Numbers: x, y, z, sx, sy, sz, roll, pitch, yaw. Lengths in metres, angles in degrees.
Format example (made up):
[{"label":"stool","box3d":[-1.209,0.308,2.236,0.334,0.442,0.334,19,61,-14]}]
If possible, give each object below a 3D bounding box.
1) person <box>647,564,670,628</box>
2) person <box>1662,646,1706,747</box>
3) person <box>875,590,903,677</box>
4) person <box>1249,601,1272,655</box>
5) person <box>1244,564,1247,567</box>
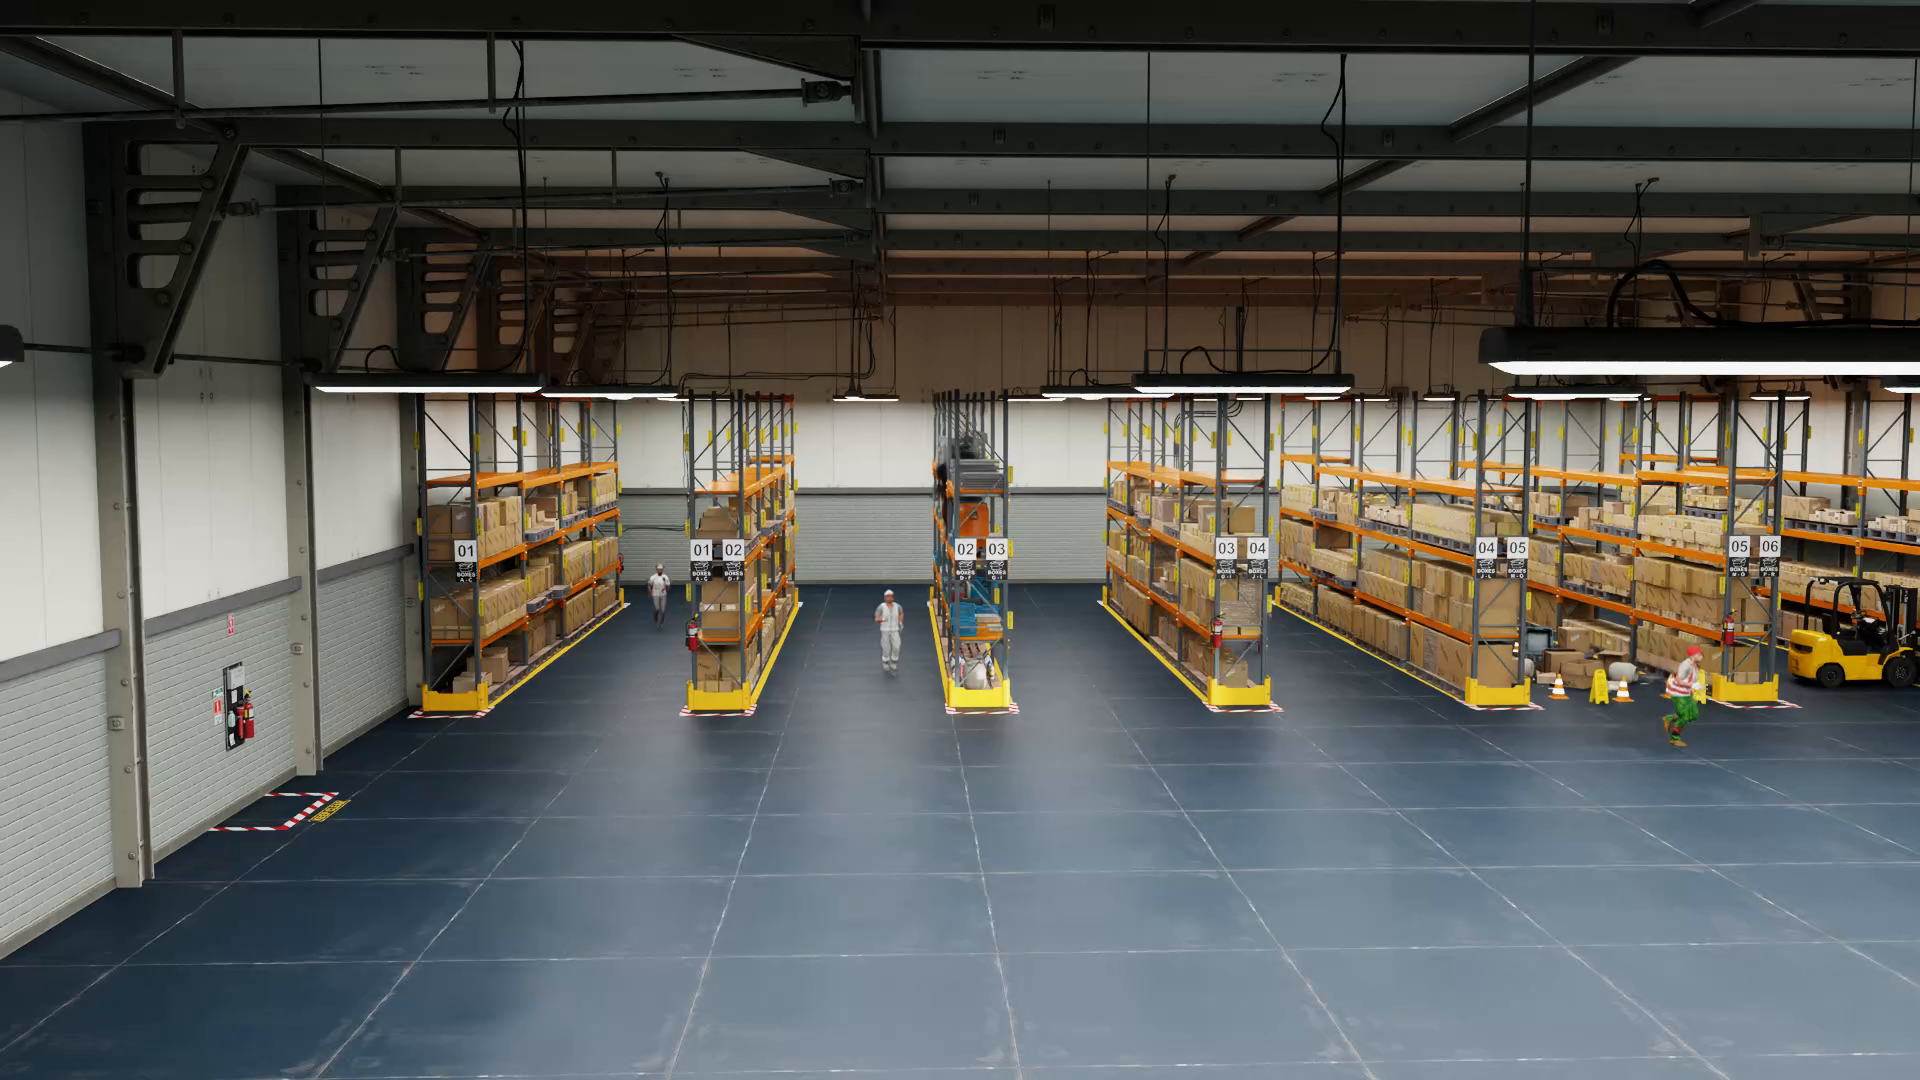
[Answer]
[{"label":"person","box3d":[-7.639,1.433,42.267,0.552,1.662,0.628,-1,5,-16]},{"label":"person","box3d":[12.123,2.611,27.824,0.637,1.719,0.720,-4,6,-43]},{"label":"person","box3d":[-1.471,1.968,35.071,0.632,1.824,0.705,-1,5,-11]},{"label":"person","box3d":[6.895,1.811,38.223,0.608,1.607,0.611,-1,5,-8]},{"label":"person","box3d":[7.806,1.203,44.503,0.610,1.804,0.889,0,5,-3]}]
